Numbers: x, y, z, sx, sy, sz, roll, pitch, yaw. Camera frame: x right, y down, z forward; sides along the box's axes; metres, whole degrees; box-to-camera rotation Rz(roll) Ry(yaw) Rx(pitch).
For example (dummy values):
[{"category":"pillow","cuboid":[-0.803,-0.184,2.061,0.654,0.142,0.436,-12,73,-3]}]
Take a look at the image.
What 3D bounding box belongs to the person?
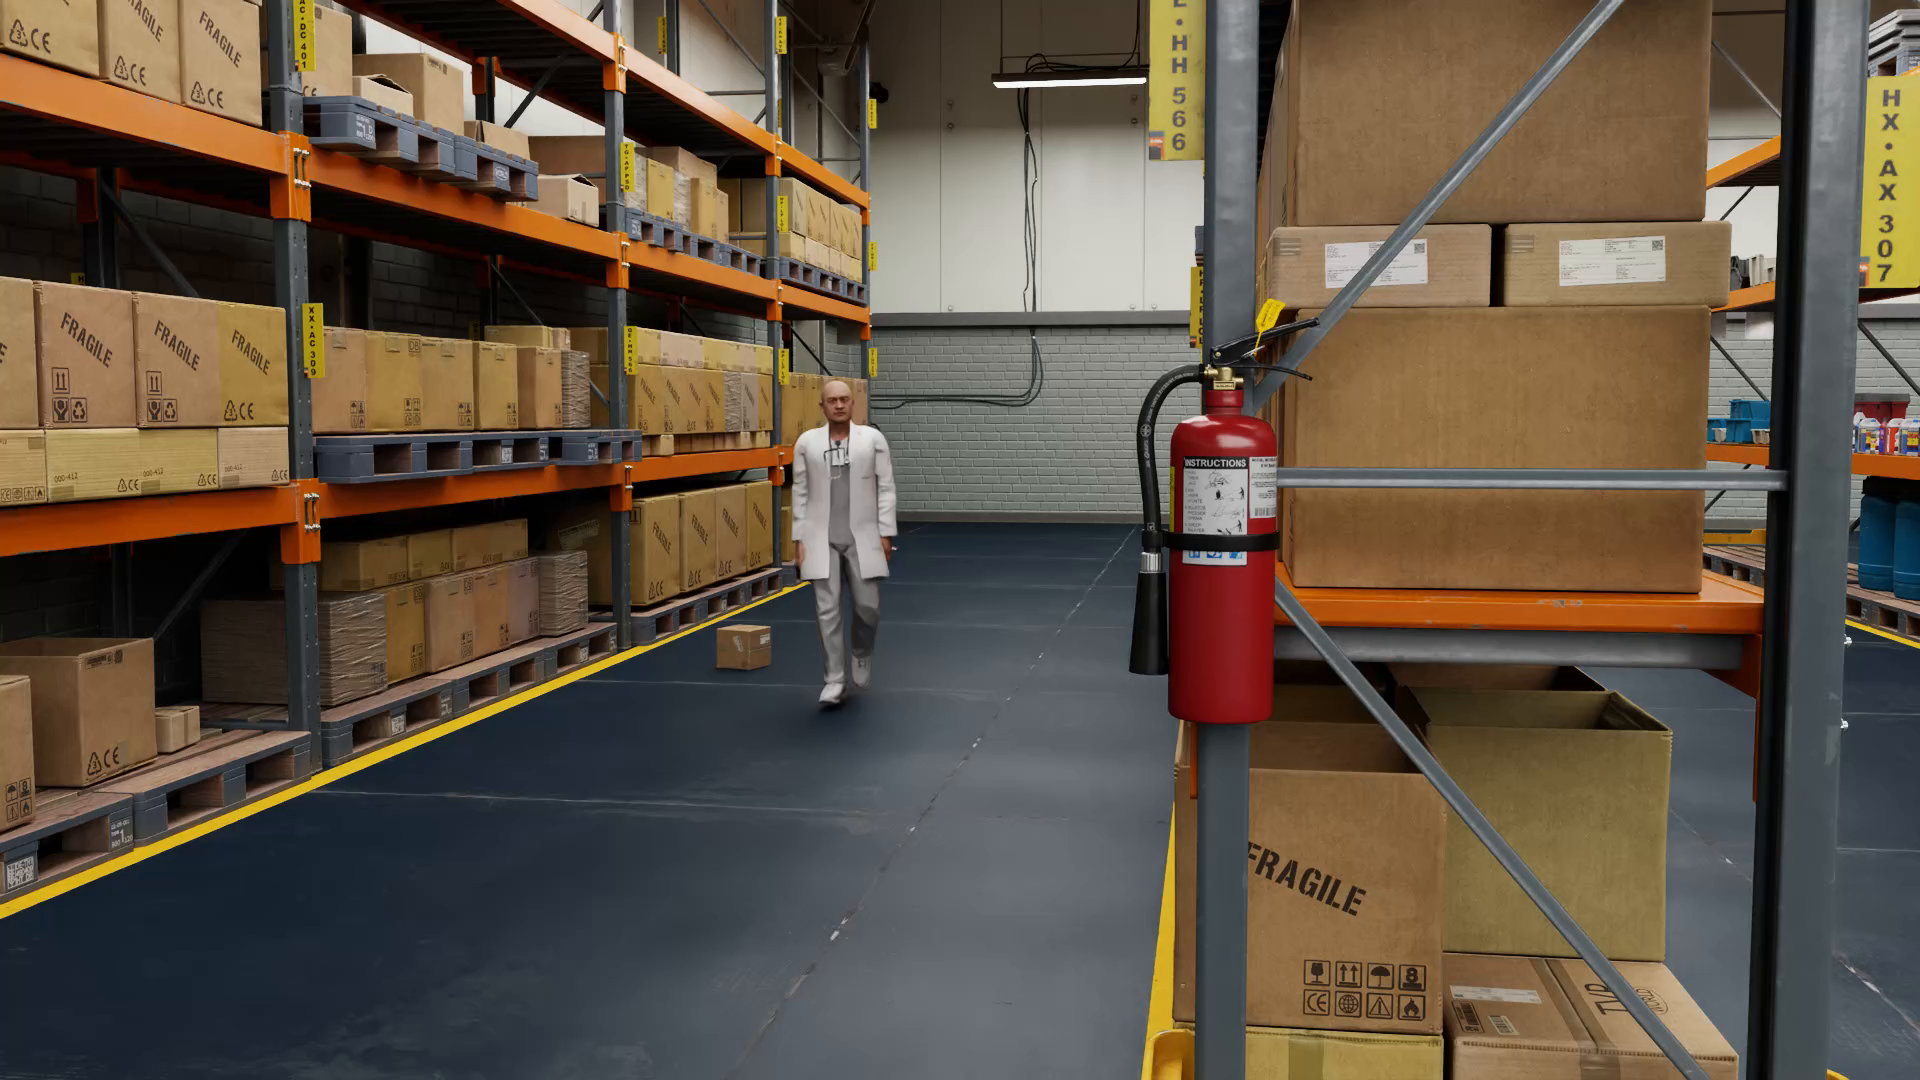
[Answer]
[{"category":"person","cuboid":[-0.643,-0.002,9.268,0.588,1.764,0.677,0,4,0]}]
